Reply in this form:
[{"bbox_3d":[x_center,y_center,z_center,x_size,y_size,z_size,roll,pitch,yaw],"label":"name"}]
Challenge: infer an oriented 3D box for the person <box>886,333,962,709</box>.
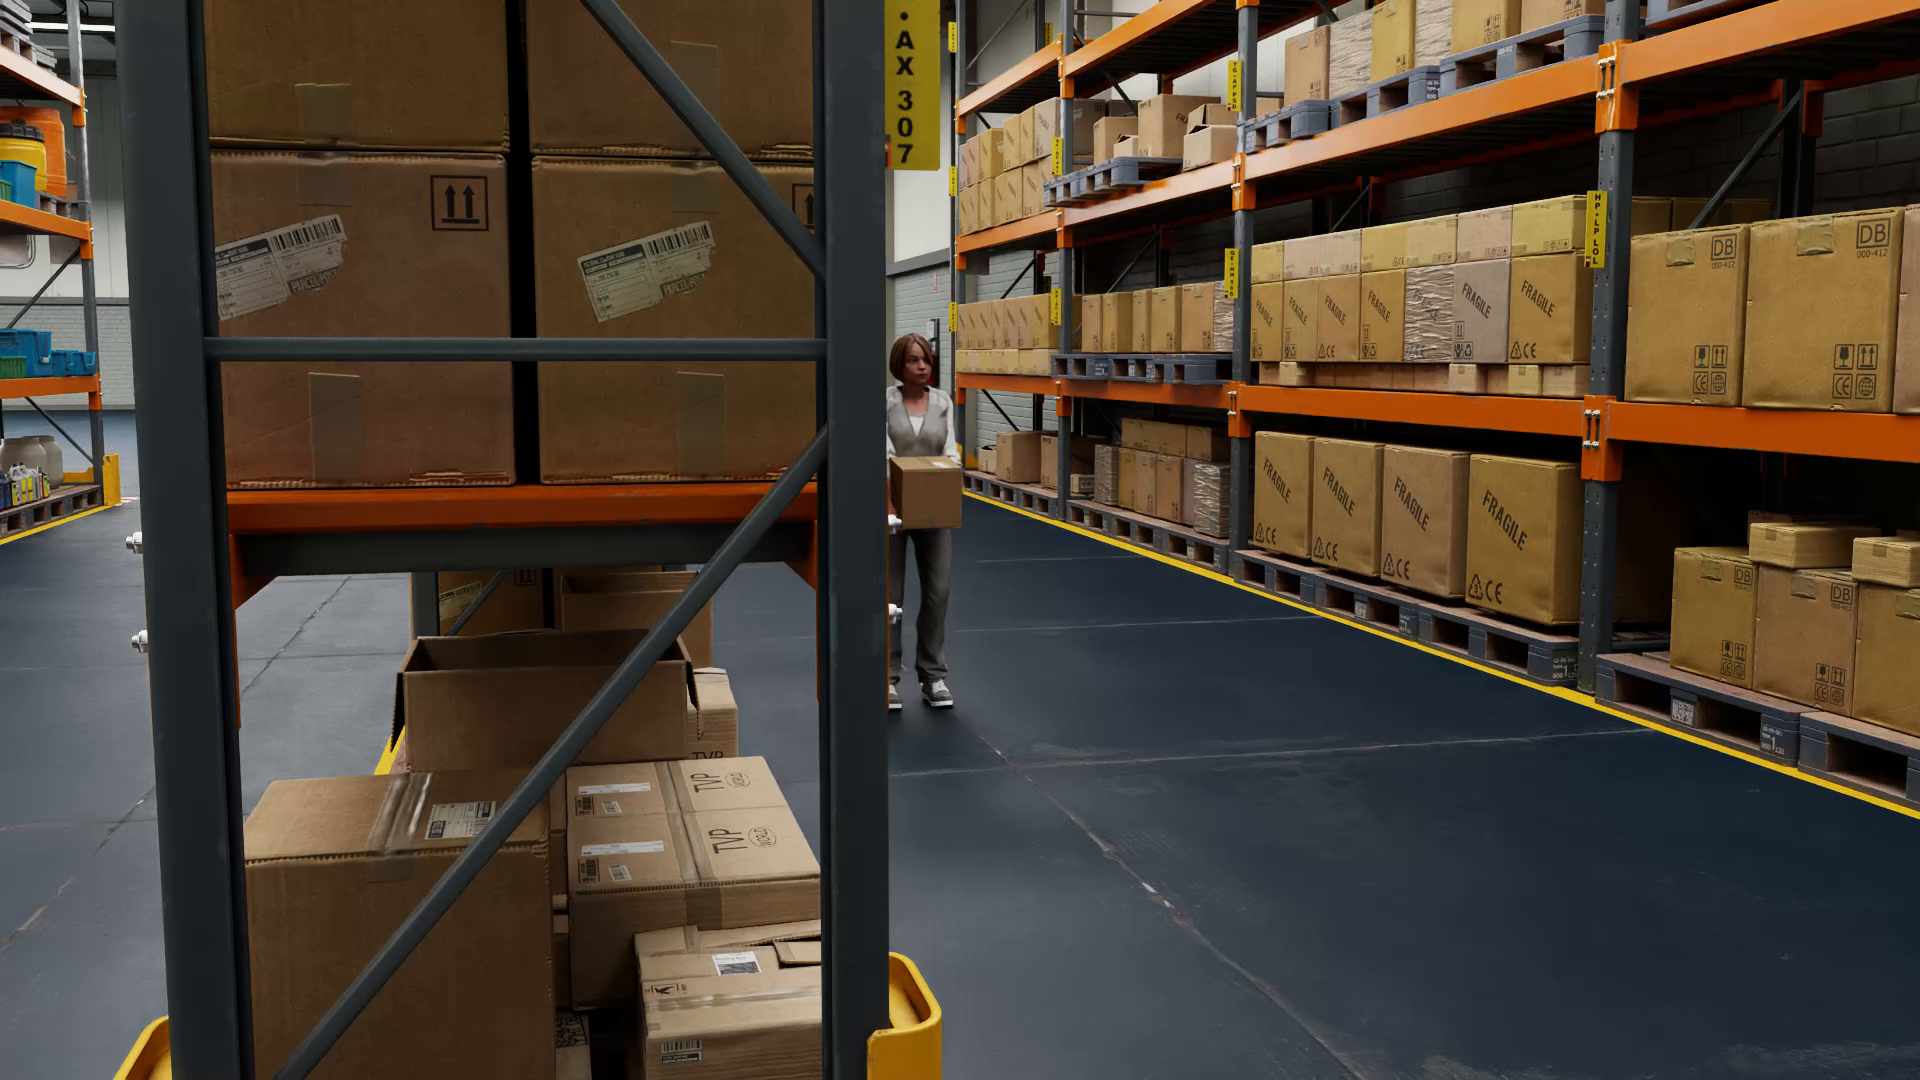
[{"bbox_3d":[-0.186,-0.073,7.050,0.375,1.599,0.500,-2,7,-15],"label":"person"}]
